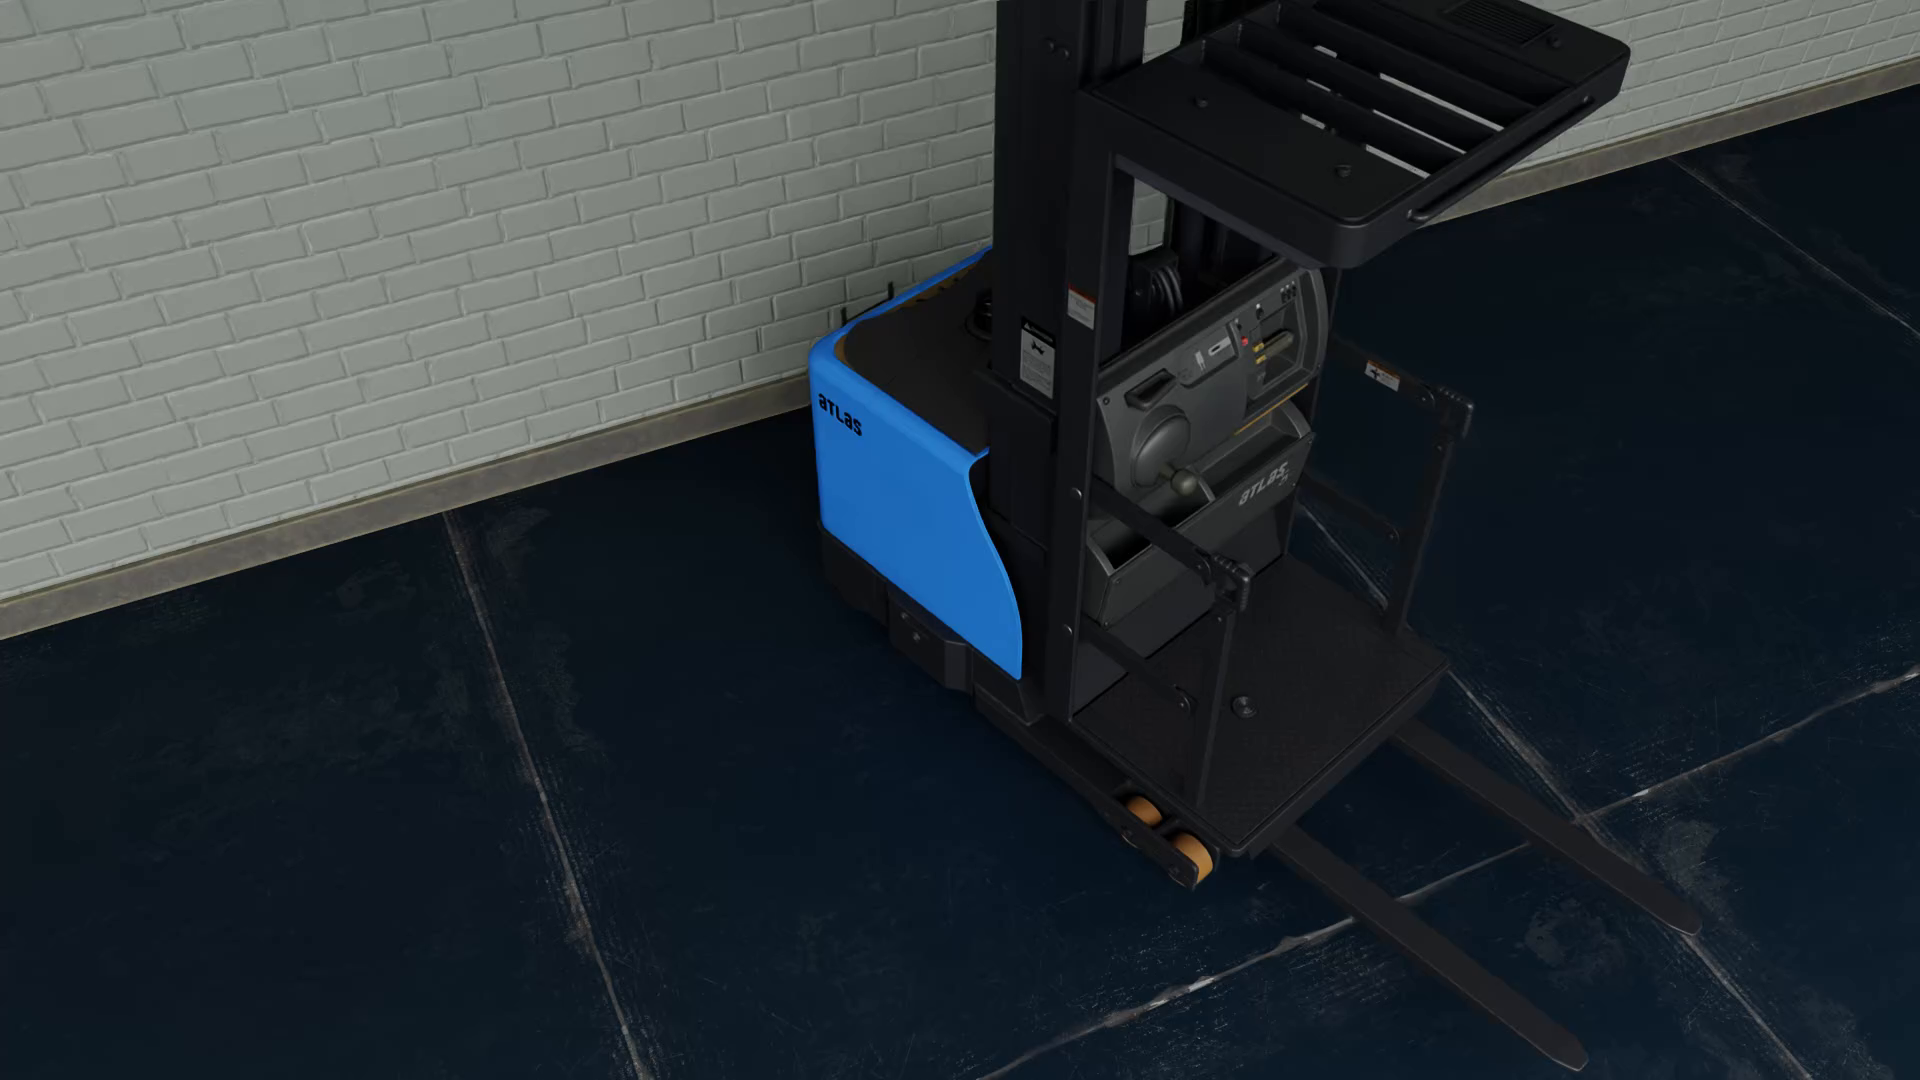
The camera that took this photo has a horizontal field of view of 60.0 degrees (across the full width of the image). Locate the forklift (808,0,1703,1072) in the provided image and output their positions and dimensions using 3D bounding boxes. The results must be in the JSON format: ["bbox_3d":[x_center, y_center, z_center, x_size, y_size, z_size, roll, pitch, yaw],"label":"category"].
[{"bbox_3d":[0.869,-0.384,4.553,1.130,2.935,3.031,-34,54,-29],"label":"forklift"}]

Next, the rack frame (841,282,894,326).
[{"bbox_3d":[-0.326,-0.538,6.154,0.240,0.900,0.006,-34,54,-29],"label":"rack frame"}]

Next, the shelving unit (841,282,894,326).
[{"bbox_3d":[-0.256,-0.486,6.102,0.258,0.900,0.210,-34,54,-29],"label":"shelving unit"}]
